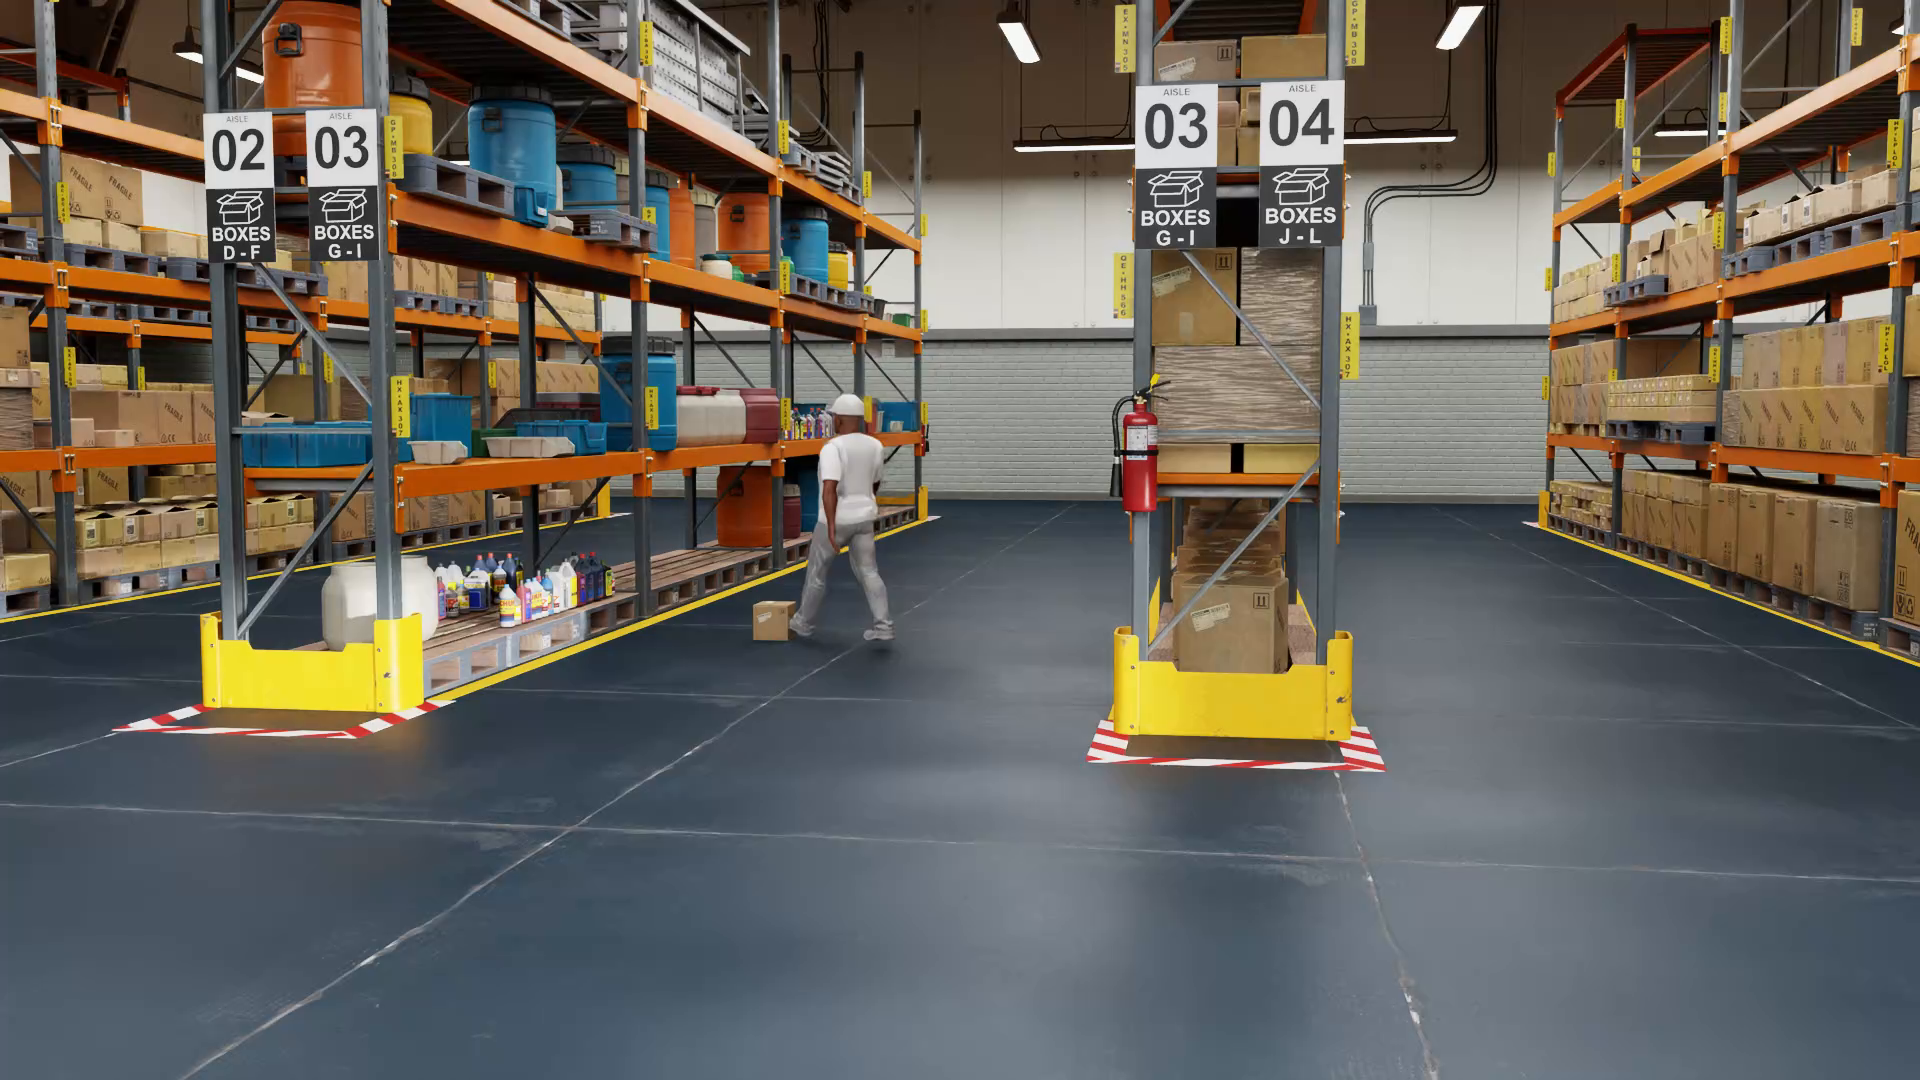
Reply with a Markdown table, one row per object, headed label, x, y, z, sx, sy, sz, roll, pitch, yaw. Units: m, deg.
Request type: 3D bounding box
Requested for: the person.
| label | x | y | z | sx | sy | sz | roll | pitch | yaw |
| --- | --- | --- | --- | --- | --- | --- | --- | --- | --- |
| person | -0.832 | -0.154 | 11.543 | 0.578 | 1.707 | 1.054 | -3 | 6 | -37 |
